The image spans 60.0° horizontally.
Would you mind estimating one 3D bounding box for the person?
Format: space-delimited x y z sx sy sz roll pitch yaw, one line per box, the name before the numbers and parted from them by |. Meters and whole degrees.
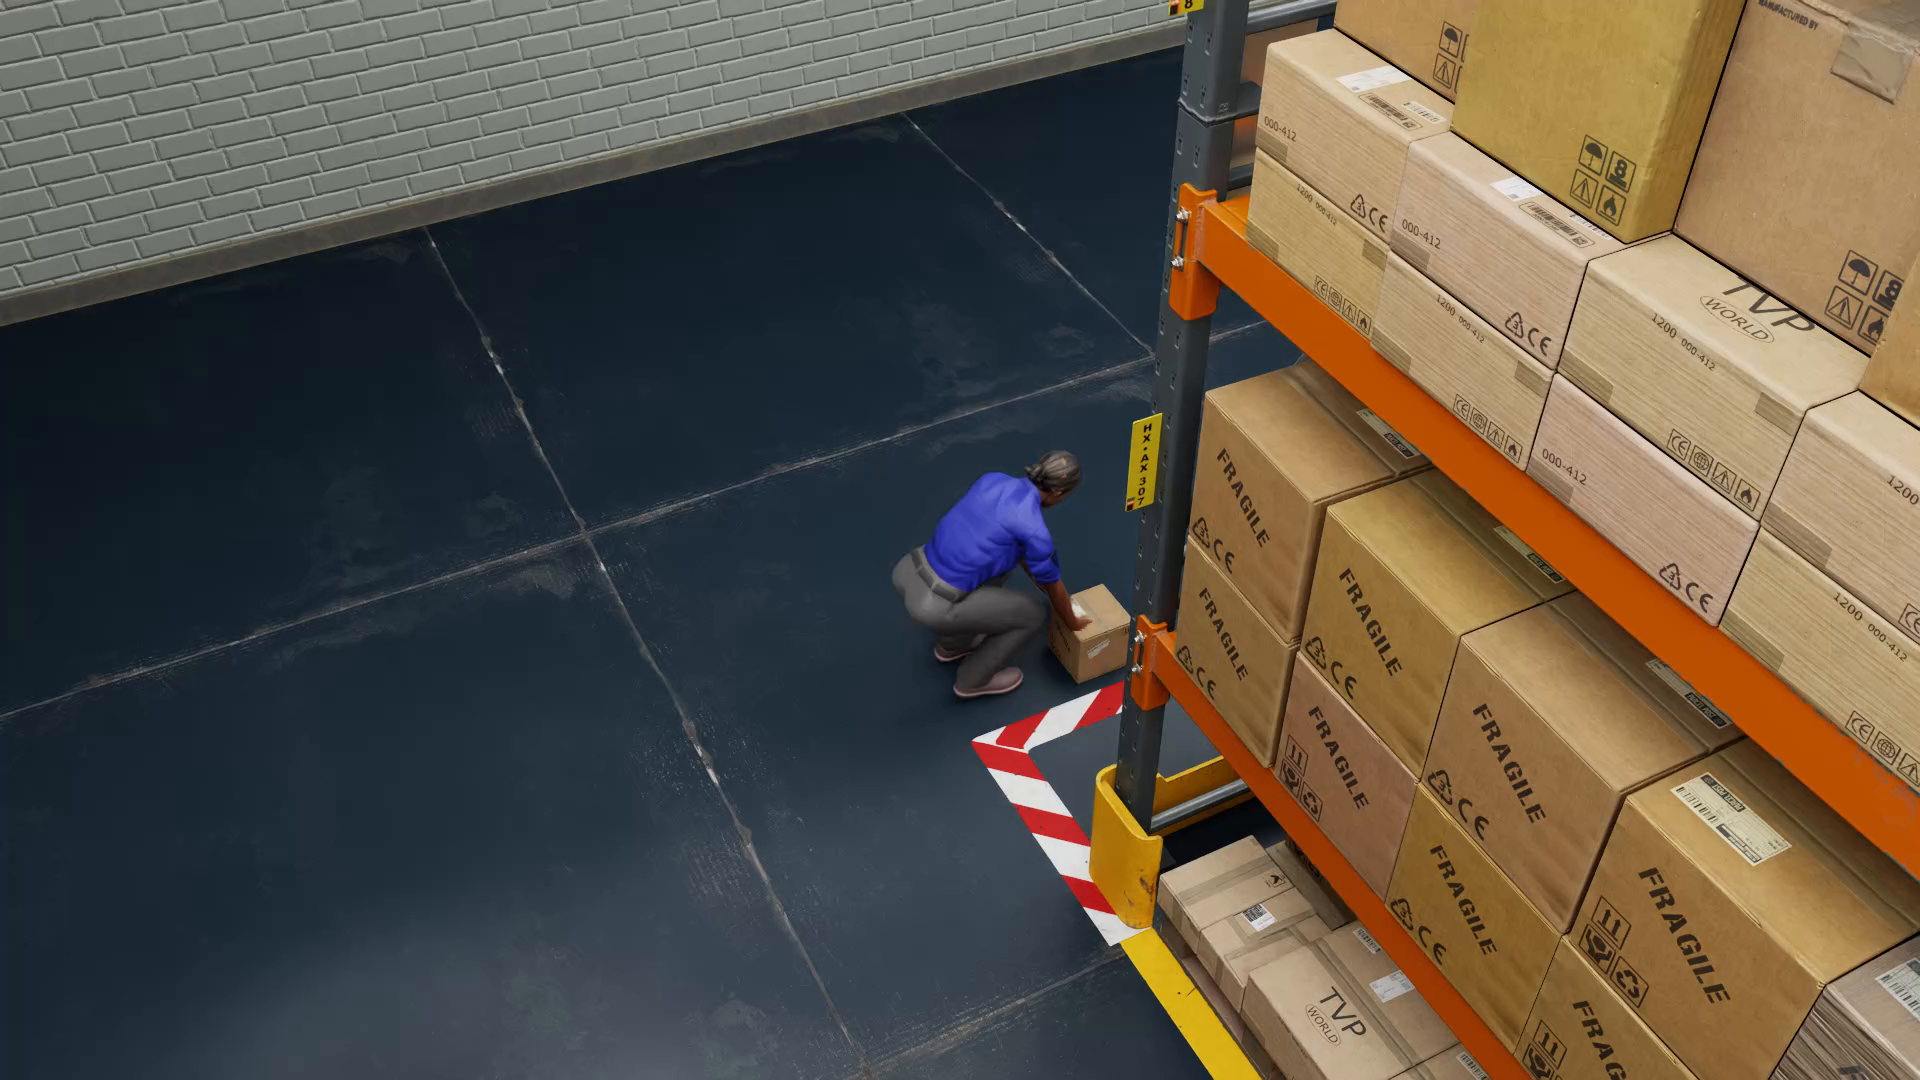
person | 0.118 0.135 6.529 0.789 0.976 0.469 -15 44 -16
